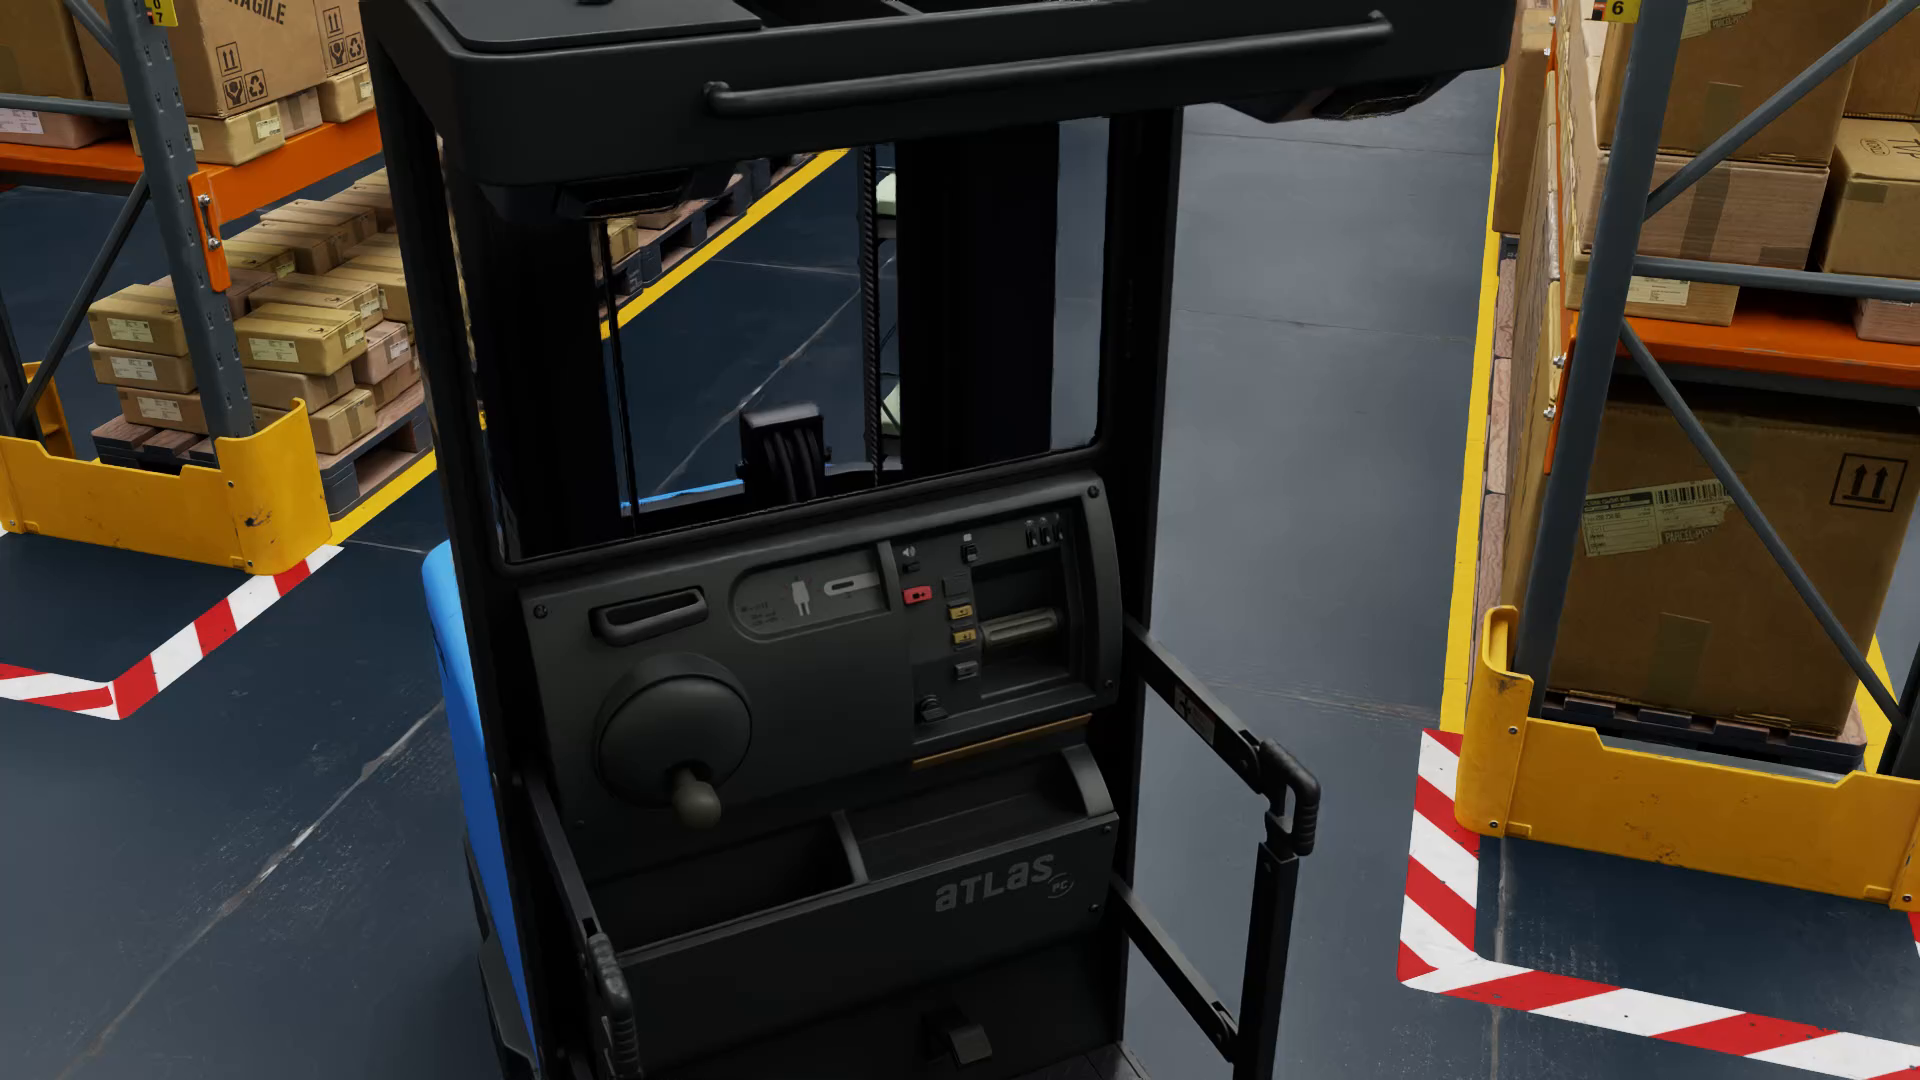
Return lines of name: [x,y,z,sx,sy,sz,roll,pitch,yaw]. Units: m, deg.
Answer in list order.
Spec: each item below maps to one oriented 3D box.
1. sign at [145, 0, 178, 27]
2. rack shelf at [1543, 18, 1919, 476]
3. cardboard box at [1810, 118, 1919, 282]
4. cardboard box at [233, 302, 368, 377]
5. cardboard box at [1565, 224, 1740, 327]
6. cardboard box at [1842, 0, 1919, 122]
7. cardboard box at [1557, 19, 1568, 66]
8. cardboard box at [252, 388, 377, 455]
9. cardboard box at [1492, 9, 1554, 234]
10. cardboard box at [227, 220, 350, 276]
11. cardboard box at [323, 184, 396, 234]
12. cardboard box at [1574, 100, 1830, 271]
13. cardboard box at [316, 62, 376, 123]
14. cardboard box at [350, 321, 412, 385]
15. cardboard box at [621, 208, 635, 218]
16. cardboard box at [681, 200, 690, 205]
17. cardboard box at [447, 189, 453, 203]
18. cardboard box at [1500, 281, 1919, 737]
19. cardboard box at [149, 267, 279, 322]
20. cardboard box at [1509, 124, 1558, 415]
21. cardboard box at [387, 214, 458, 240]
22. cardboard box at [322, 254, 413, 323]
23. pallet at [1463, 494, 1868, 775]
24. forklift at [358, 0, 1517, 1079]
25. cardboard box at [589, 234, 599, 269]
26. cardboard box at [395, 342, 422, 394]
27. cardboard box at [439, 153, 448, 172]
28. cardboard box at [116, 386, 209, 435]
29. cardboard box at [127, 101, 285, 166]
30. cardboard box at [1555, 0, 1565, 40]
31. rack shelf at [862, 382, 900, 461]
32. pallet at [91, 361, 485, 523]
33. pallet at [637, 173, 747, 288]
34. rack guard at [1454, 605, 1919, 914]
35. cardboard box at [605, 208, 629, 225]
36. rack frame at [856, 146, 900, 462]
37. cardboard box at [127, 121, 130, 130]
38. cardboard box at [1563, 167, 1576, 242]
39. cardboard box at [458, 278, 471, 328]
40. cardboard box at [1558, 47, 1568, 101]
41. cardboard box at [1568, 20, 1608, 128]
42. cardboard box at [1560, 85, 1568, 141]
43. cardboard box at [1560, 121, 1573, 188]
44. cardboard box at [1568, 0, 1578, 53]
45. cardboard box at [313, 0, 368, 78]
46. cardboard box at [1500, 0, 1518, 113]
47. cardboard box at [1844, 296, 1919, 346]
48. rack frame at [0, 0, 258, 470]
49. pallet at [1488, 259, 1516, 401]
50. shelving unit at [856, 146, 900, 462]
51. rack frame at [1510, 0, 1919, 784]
sign: [-2.277,-1.612,4.672,0.100,0.325,0.005,8,30,15]
rack shelf: [2.503,-1.171,5.510,1.077,0.370,4.000,8,30,15]
cardboard box: [2.315,-0.805,3.960,0.500,0.250,0.500,8,30,14]
cardboard box: [-2.317,-0.704,5.818,0.380,0.149,0.250,7,30,13]
cardboard box: [1.706,-0.659,4.107,0.380,0.149,0.250,9,30,16]
cardboard box: [2.462,-1.365,4.196,0.500,0.500,0.500,8,30,14]
cardboard box: [2.456,-1.848,6.245,0.380,0.149,0.250,8,30,13]
cardboard box: [-2.336,-0.446,5.968,0.380,0.149,0.250,9,30,16]
cardboard box: [3.259,-1.970,7.960,1.225,0.875,0.875,9,30,15]
cardboard box: [-2.663,-1.149,6.619,0.380,0.149,0.250,7,30,13]
cardboard box: [-2.454,-1.389,7.049,0.380,0.149,0.250,7,30,13]
cardboard box: [1.805,-0.884,4.101,0.500,0.250,0.500,8,30,14]
cardboard box: [-2.222,-1.547,5.703,0.380,0.149,0.250,8,30,13]
cardboard box: [-2.262,-0.705,6.126,0.380,0.149,0.250,8,30,15]
cardboard box: [-1.776,-1.531,7.917,0.380,0.149,0.250,8,30,14]
cardboard box: [-1.567,-1.768,8.343,0.380,0.149,0.250,9,30,16]
cardboard box: [-1.967,-1.449,7.157,0.380,0.149,0.250,9,30,15]
cardboard box: [2.028,-0.120,4.634,0.875,0.875,0.875,8,30,15]
cardboard box: [-2.754,-0.899,6.170,0.380,0.149,0.250,9,30,16]
cardboard box: [2.556,-0.957,6.138,0.875,0.875,0.875,8,30,15]
cardboard box: [-2.071,-1.202,6.714,0.380,0.149,0.250,10,31,17]
cardboard box: [-2.155,-0.948,6.257,0.380,0.149,0.250,8,30,15]
pallet: [2.076,0.280,5.030,1.003,0.211,1.213,8,30,15]
forklift: [-0.088,0.208,2.360,1.130,2.935,3.031,-12,31,-21]
cardboard box: [-1.855,-1.284,7.473,0.380,0.149,0.250,9,30,16]
cardboard box: [-2.271,-0.696,6.417,0.380,0.149,0.250,9,30,15]
cardboard box: [-2.294,-1.623,7.471,0.380,0.149,0.250,7,30,13]
cardboard box: [-2.840,-0.523,6.105,0.380,0.149,0.250,9,30,16]
cardboard box: [-2.387,-1.305,5.269,0.380,0.149,0.250,8,30,14]
cardboard box: [2.608,-2.093,6.686,0.380,0.149,0.250,7,30,13]
rack shelf: [0.002,-0.374,5.549,0.431,0.370,0.720,8,30,15]
pallet: [-2.501,-0.500,6.432,1.003,0.211,1.213,8,30,15]
pallet: [-1.785,-1.634,8.470,1.003,0.211,1.213,8,30,15]
rack guard: [1.909,0.547,4.252,1.175,0.500,0.348,8,30,15]
cardboard box: [-1.763,-1.567,7.677,0.380,0.149,0.250,9,30,16]
rack frame: [-0.105,-0.488,5.085,0.400,1.500,0.023,8,30,15]
cardboard box: [-2.861,-1.503,5.625,0.380,0.149,0.250,8,30,15]
cardboard box: [1.856,-0.897,4.535,0.380,0.149,0.250,9,30,15]
cardboard box: [-2.096,-0.935,6.540,0.380,0.149,0.250,9,30,16]
cardboard box: [2.306,-1.613,5.822,0.380,0.149,0.250,9,30,15]
cardboard box: [2.103,-1.356,4.950,0.500,0.250,0.500,7,30,13]
cardboard box: [2.155,-1.369,5.384,0.380,0.149,0.250,9,30,16]
cardboard box: [2.004,-1.134,4.961,0.380,0.149,0.250,8,30,14]
cardboard box: [2.405,-1.827,5.796,0.500,0.250,0.500,9,30,16]
cardboard box: [-2.267,-1.906,5.682,0.500,0.500,0.500,9,30,15]
cardboard box: [3.773,-2.798,9.448,1.225,0.875,0.875,9,30,15]
cardboard box: [2.336,-0.564,3.937,0.380,0.149,0.250,9,30,15]
rack frame: [-2.796,-1.311,5.021,1.000,3.000,0.127,8,30,15]
pallet: [2.792,-0.854,7.069,1.003,0.211,1.213,8,30,15]
shelving unit: [0.002,-0.659,5.391,0.431,1.500,0.755,8,30,15]
rack frame: [1.916,-0.556,3.664,1.000,3.000,0.127,8,30,15]
